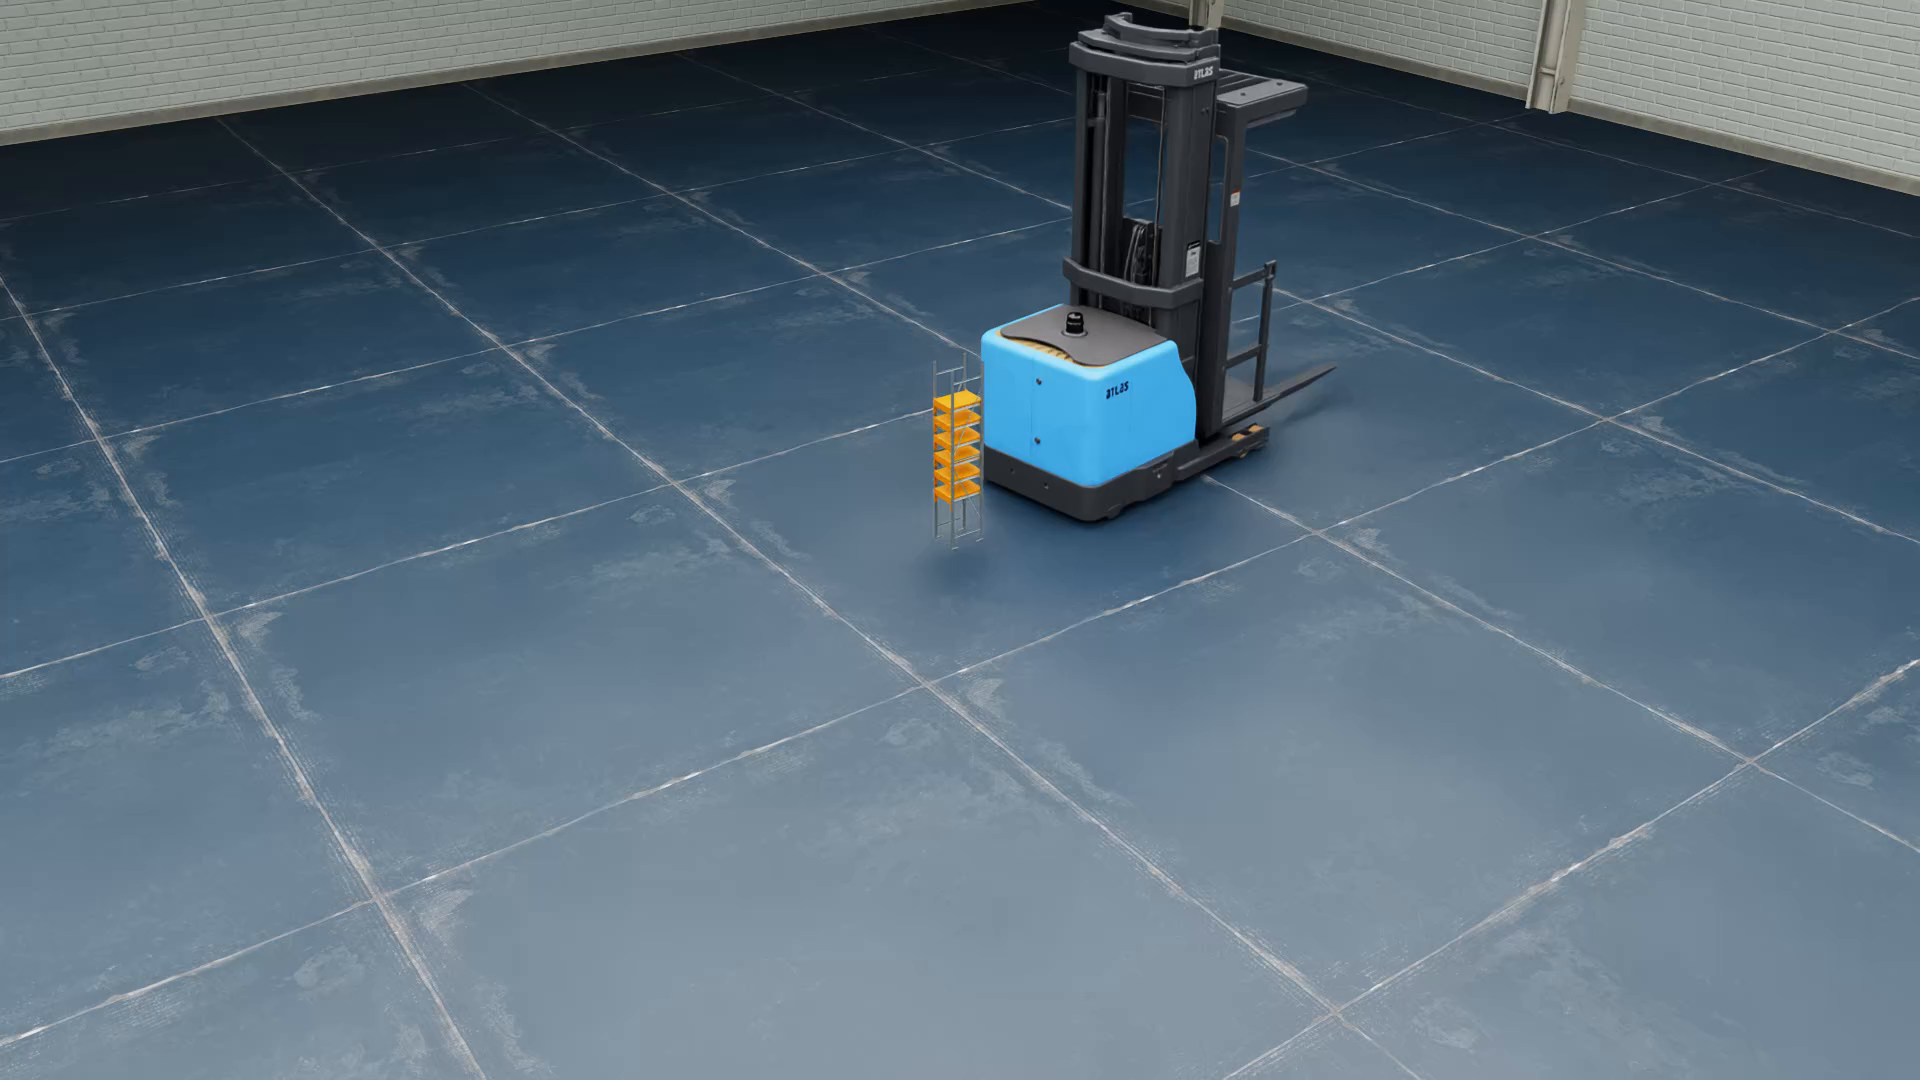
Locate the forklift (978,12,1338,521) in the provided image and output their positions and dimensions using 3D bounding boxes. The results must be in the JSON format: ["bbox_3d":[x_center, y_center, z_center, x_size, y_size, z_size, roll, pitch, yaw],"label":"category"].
[{"bbox_3d":[1.521,-2.011,11.109,3.031,2.935,1.130,-25,37,-38],"label":"forklift"}]

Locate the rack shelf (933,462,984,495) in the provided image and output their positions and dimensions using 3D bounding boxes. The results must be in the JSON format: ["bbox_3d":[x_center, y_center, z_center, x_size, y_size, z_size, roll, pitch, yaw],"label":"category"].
[{"bbox_3d":[-0.008,-0.388,10.279,0.258,0.103,0.180,-19,34,-31],"label":"rack shelf"}]

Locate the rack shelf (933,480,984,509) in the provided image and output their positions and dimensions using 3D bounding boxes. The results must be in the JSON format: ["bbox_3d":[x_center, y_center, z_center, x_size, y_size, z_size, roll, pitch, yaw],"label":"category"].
[{"bbox_3d":[-0.008,-0.283,10.336,0.258,0.103,0.180,-19,34,-31],"label":"rack shelf"}]

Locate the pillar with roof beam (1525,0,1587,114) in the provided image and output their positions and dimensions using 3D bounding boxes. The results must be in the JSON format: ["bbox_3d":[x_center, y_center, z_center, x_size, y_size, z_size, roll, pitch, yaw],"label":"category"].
[{"bbox_3d":[3.564,-7.957,15.700,9.100,9.000,0.400,-19,34,-31],"label":"pillar with roof beam"}]

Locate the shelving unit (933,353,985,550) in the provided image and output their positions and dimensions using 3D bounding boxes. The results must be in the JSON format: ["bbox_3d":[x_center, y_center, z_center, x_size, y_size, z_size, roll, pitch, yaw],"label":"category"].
[{"bbox_3d":[-0.008,-0.533,10.201,0.258,1.200,0.189,-19,34,-31],"label":"shelving unit"}]

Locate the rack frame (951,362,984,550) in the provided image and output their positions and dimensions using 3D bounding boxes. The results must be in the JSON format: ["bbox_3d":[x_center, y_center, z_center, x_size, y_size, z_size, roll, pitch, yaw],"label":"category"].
[{"bbox_3d":[0.045,-0.497,10.135,0.240,1.200,0.006,-19,34,-31],"label":"rack frame"}]

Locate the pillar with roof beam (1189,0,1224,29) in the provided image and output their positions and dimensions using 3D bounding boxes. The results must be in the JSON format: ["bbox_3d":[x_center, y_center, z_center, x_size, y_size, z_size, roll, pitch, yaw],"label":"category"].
[{"bbox_3d":[0.083,-10.290,19.995,9.100,9.000,0.400,-19,34,-31],"label":"pillar with roof beam"}]

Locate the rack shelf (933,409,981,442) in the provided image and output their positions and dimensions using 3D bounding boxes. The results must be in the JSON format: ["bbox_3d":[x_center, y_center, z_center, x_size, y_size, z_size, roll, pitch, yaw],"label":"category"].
[{"bbox_3d":[-0.008,-0.705,10.107,0.258,0.103,0.180,-19,34,-31],"label":"rack shelf"}]

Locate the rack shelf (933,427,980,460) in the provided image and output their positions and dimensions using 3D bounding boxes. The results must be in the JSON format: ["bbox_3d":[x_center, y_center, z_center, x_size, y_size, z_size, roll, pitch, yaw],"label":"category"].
[{"bbox_3d":[-0.008,-0.599,10.165,0.258,0.103,0.180,-19,34,-31],"label":"rack shelf"}]

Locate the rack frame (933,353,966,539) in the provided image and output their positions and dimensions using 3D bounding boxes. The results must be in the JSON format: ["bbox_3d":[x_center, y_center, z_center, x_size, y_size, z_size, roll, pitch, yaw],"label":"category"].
[{"bbox_3d":[-0.061,-0.568,10.266,0.240,1.200,0.006,-19,34,-31],"label":"rack frame"}]

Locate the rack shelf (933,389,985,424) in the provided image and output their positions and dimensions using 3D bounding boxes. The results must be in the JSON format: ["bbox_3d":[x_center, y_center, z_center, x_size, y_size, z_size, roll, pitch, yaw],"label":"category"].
[{"bbox_3d":[-0.008,-0.810,10.050,0.258,0.103,0.180,-19,34,-31],"label":"rack shelf"}]

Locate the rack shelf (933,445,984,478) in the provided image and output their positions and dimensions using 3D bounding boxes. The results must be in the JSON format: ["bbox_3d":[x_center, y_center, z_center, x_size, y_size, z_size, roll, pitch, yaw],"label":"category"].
[{"bbox_3d":[-0.008,-0.494,10.222,0.258,0.103,0.180,-19,34,-31],"label":"rack shelf"}]
